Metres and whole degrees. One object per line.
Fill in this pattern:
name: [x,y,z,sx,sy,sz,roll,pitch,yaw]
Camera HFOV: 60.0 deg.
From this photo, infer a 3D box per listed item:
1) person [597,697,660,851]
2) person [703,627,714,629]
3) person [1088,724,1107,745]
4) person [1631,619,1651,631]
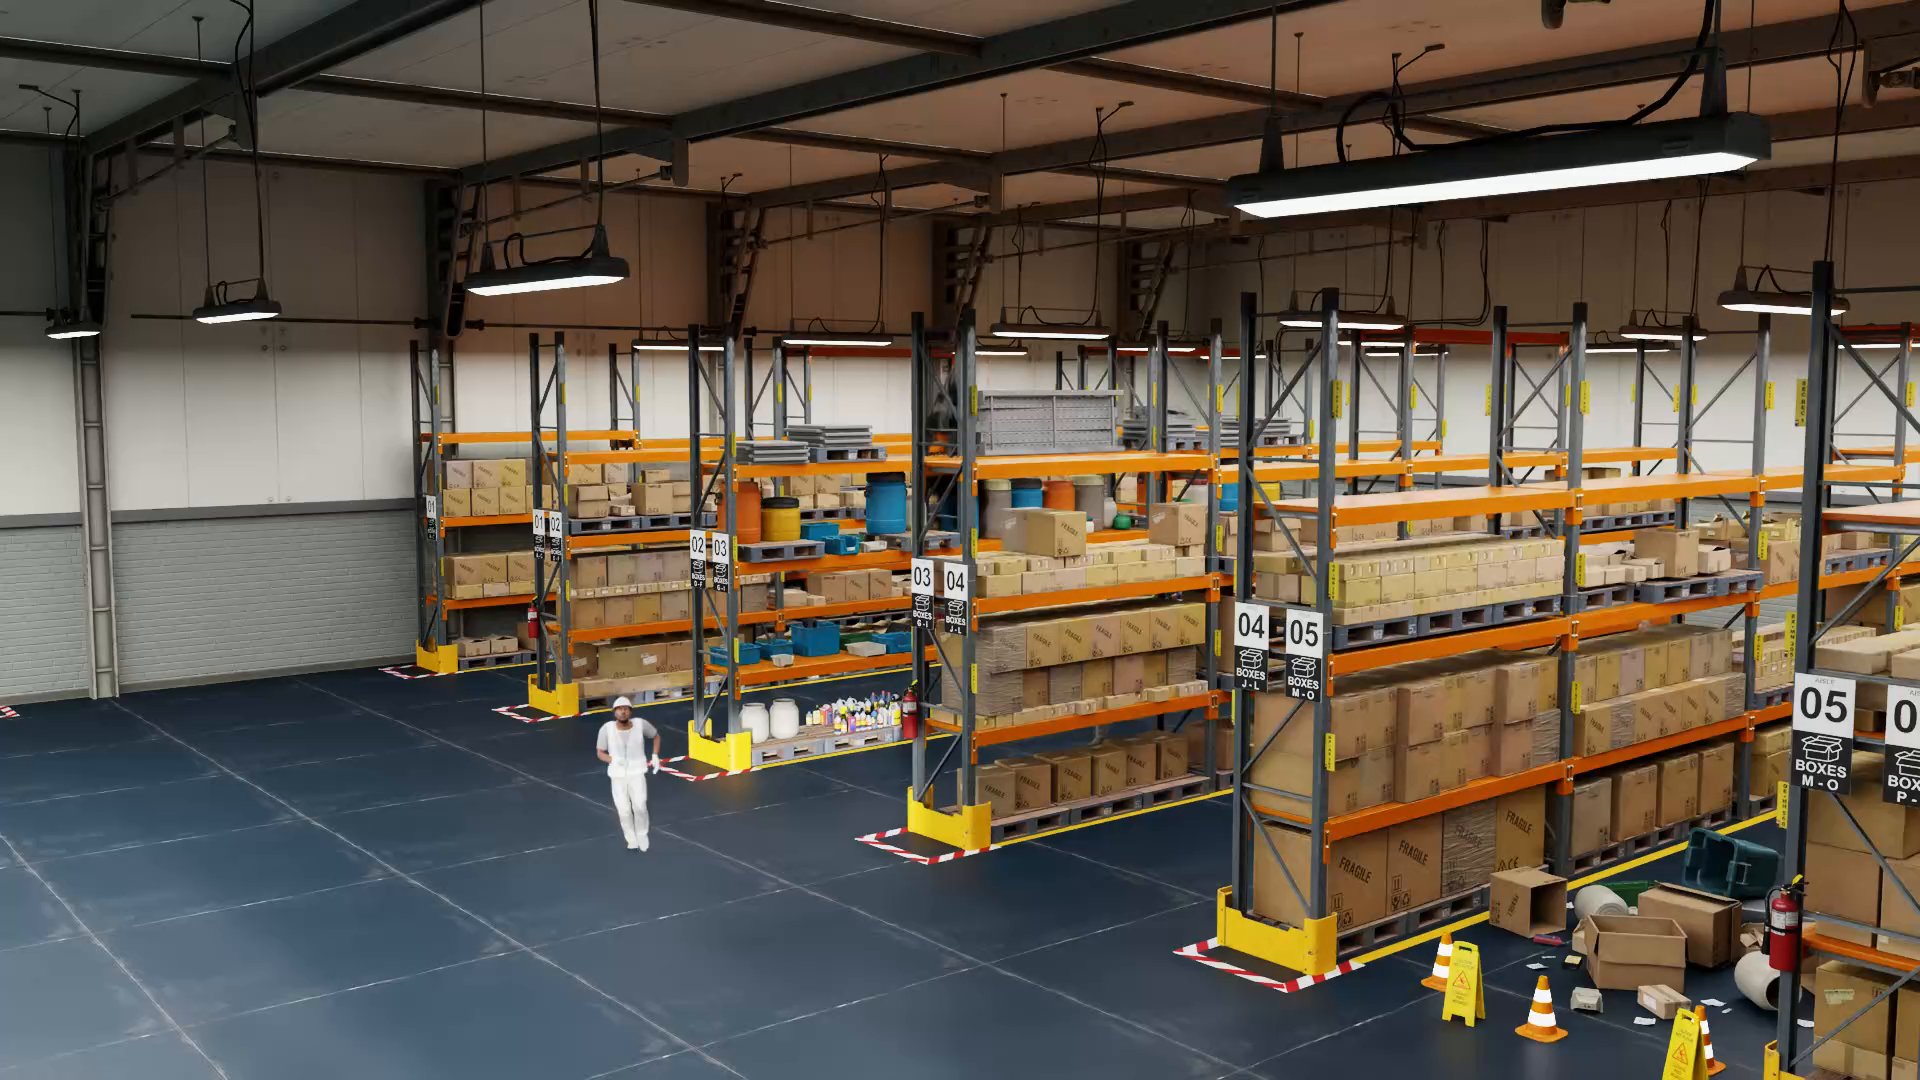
person: [-3.669,2.592,18.371,0.665,1.737,0.605,0,5,-5]
person: [-4.564,1.549,30.445,0.711,1.704,0.613,-4,7,-38]
person: [1.861,1.923,22.553,0.591,1.773,0.650,-4,7,-40]
person: [10.488,1.993,25.479,0.701,1.683,0.665,-4,7,-40]
